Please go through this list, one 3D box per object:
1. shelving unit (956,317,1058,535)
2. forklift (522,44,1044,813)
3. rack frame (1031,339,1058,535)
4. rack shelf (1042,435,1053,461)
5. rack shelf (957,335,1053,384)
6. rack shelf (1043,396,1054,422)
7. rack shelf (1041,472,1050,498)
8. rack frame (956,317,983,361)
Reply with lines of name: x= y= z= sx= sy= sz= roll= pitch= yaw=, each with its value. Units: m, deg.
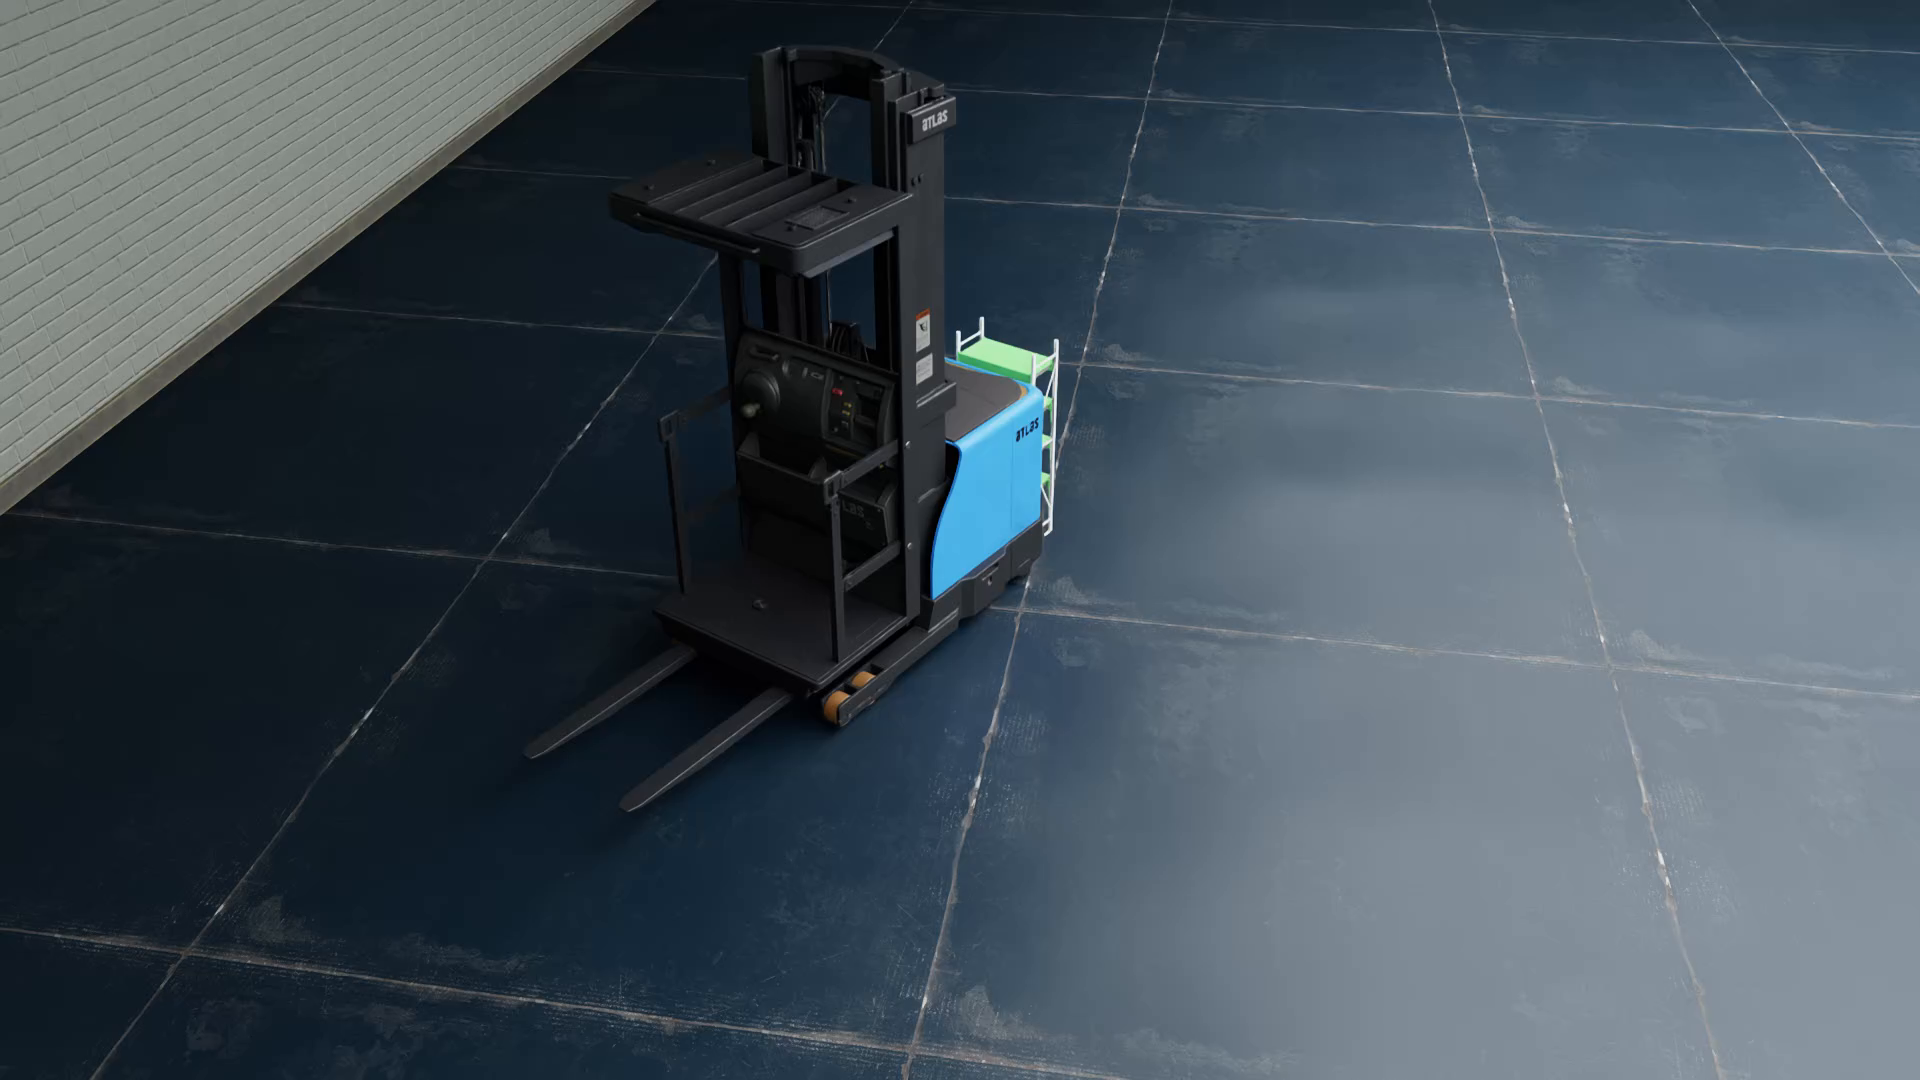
shelving unit: x=0.251 y=-0.586 z=9.230 sx=0.503 sy=1.200 sz=0.258 roll=21 pitch=38 yaw=30
forklift: x=-0.816 y=-0.641 z=7.685 sx=1.130 sy=2.935 sz=3.031 roll=21 pitch=38 yaw=30
rack frame: x=0.449 y=-0.511 z=9.109 sx=0.015 sy=1.200 sz=0.240 roll=21 pitch=38 yaw=30
rack shelf: x=0.251 y=-0.532 z=9.264 sx=0.480 sy=0.148 sz=0.258 roll=21 pitch=38 yaw=30
rack shelf: x=0.251 y=-0.939 z=9.009 sx=0.480 sy=0.148 sz=0.258 roll=21 pitch=38 yaw=30
rack shelf: x=0.251 y=-0.736 z=9.136 sx=0.480 sy=0.148 sz=0.258 roll=21 pitch=38 yaw=30
rack shelf: x=0.251 y=-0.329 z=9.391 sx=0.480 sy=0.148 sz=0.258 roll=21 pitch=38 yaw=30
rack frame: x=0.053 y=-0.662 z=9.350 sx=0.015 sy=1.200 sz=0.240 roll=21 pitch=38 yaw=30
